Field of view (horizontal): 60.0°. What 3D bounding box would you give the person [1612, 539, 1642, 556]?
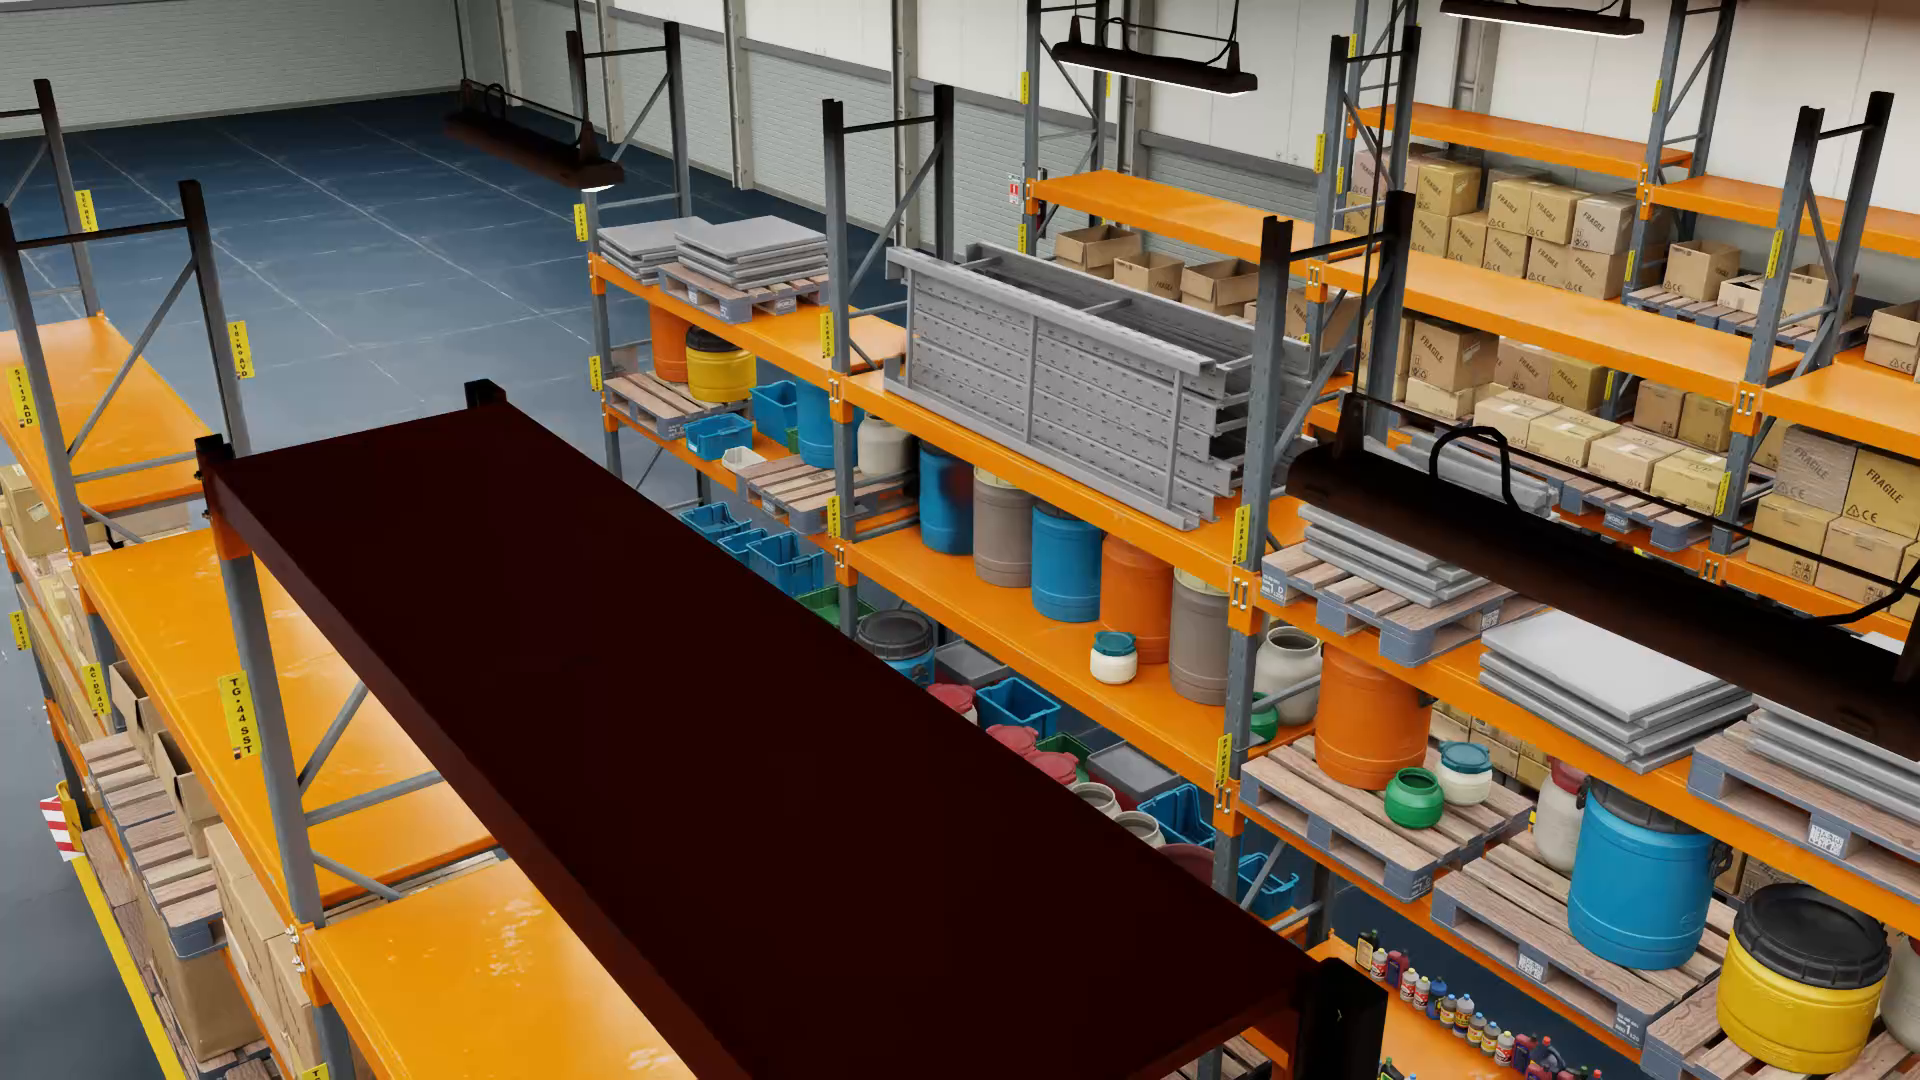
[{"bbox_3d":[6.104,0.649,15.566,0.740,1.770,0.953,-17,30,-32],"label":"person"}]
